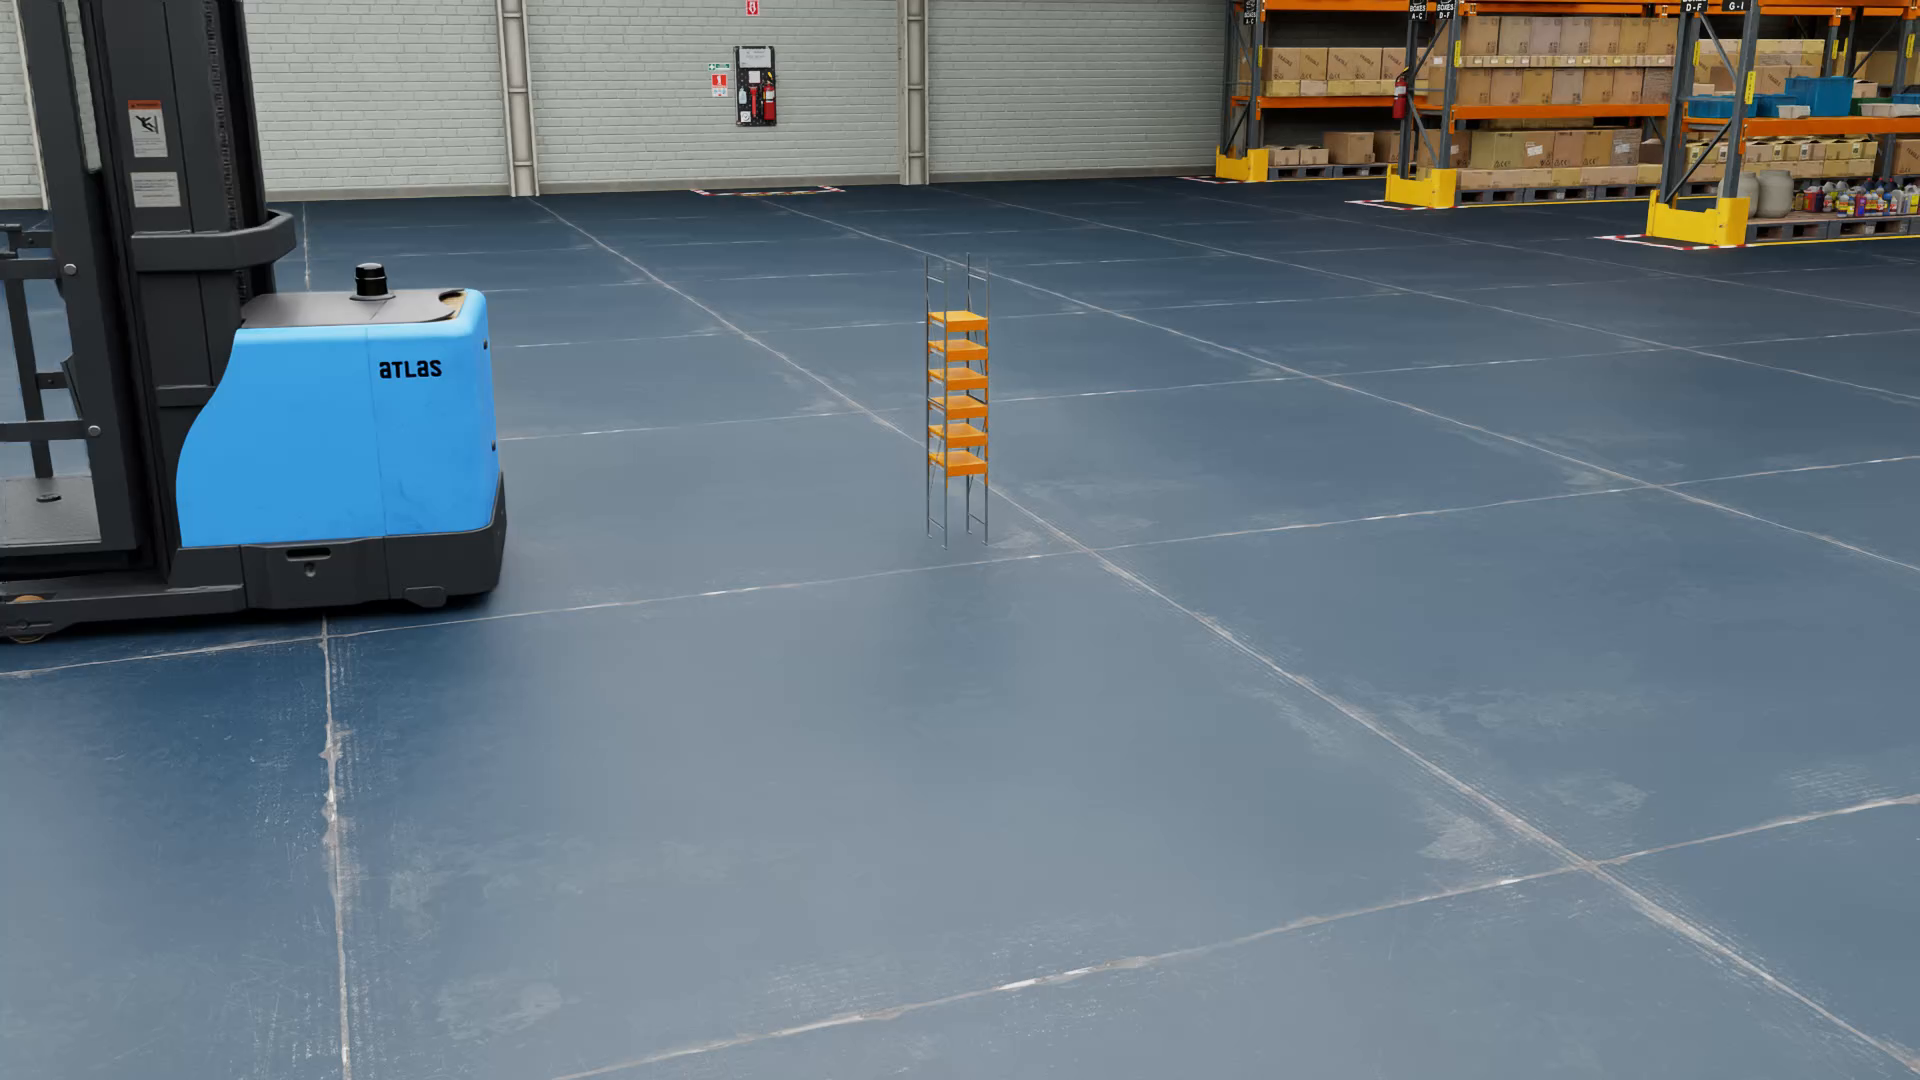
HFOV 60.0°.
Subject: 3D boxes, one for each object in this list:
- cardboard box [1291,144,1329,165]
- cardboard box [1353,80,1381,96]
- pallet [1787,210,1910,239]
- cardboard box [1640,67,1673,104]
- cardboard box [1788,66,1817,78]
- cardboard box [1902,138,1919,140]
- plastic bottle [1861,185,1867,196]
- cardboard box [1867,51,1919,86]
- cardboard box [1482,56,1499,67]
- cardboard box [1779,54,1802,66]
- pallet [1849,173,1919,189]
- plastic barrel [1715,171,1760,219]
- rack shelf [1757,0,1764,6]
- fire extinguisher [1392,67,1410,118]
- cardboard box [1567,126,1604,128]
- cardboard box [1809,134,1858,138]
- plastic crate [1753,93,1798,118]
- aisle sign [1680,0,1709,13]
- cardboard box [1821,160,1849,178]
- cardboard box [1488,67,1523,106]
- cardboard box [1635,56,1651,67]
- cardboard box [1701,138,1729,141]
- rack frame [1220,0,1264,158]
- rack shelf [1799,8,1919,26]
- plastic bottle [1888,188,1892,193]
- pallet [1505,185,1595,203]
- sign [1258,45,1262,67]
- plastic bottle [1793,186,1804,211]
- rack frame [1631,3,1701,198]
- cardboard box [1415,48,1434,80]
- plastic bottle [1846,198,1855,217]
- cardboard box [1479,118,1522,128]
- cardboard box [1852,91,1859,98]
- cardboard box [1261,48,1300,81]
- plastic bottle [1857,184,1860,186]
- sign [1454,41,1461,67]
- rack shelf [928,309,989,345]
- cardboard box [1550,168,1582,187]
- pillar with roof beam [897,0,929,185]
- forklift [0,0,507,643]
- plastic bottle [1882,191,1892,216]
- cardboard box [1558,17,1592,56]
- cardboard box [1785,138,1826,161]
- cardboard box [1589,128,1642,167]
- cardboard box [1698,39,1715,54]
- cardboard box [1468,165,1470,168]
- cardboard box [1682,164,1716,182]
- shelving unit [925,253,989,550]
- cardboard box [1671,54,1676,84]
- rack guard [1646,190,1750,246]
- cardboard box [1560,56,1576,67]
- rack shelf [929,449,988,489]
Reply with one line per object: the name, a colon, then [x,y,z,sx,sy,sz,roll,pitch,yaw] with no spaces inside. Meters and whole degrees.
cardboard box: [5.748,-6.380,27.492,0.500,0.311,0.500,-5,17,-15]
cardboard box: [6.537,-7.415,27.256,0.500,0.250,0.500,-6,17,-20]
pallet: [10.034,-3.633,19.096,1.213,0.211,1.003,-6,17,-20]
cardboard box: [9.636,-6.457,23.586,0.500,0.500,0.700,-7,18,-22]
cardboard box: [12.222,-6.734,24.527,0.500,0.500,0.500,-7,18,-23]
cardboard box: [14.797,-5.896,25.507,0.500,0.500,0.500,-7,18,-22]
plastic bottle: [10.615,-4.038,19.588,0.097,0.271,0.097,0,16,0]
cardboard box: [14.331,-7.202,25.376,0.500,0.500,0.700,-13,21,-38]
cardboard box: [7.002,-6.422,22.315,0.250,0.149,0.380,-7,18,-22]
cardboard box: [14.929,-8.599,30.315,0.500,0.500,0.500,-6,17,-20]
pallet: [14.494,-5.586,25.747,1.213,0.211,1.003,-6,17,-20]
plastic barrel: [8.669,-3.843,18.532,0.421,0.512,0.421,0,16,0]
rack shelf: [9.950,-6.045,18.311,4.000,0.370,1.077,-6,17,-20]
fire extinguisher: [6.036,-6.126,22.772,0.183,0.674,0.296,-6,17,-20]
cardboard box: [9.039,-5.681,23.924,0.500,0.500,0.500,-6,17,-20]
cardboard box: [16.477,-7.616,31.400,0.500,0.500,0.700,-6,17,-19]
plastic crate: [9.051,-4.871,18.625,0.408,0.251,0.499,-6,17,-20]
aisle sign: [7.908,-6.067,17.821,0.004,0.787,0.394,-6,17,-20]
cardboard box: [12.899,-5.571,24.881,0.500,0.250,0.500,-6,18,-21]
cardboard box: [7.242,-6.198,22.705,0.500,0.500,0.700,-6,17,-19]
cardboard box: [9.396,-6.680,23.192,0.250,0.149,0.380,-7,18,-22]
cardboard box: [11.274,-5.827,24.757,0.500,0.311,0.500,-6,17,-20]
rack frame: [4.537,-7.355,26.822,0.127,3.000,1.000,-6,17,-20]
rack shelf: [17.610,-9.861,31.308,4.000,0.370,1.077,-6,17,-20]
plastic bottle: [10.646,-3.880,19.027,0.133,0.283,0.061,-6,17,-20]
pallet: [8.150,-4.925,23.493,1.213,0.211,1.003,-6,17,-20]
sign: [4.731,-7.628,26.214,0.005,0.325,0.100,-6,17,-20]
plastic bottle: [9.743,-3.974,19.346,0.133,0.283,0.061,-6,17,-19]
rack frame: [10.048,-6.456,23.759,0.127,3.000,1.000,-6,17,-20]
cardboard box: [7.477,-7.875,27.492,0.500,0.500,0.500,-6,17,-20]
plastic bottle: [9.983,-3.729,18.657,0.097,0.201,0.097,0,16,0]
cardboard box: [9.363,-7.254,28.802,0.500,0.250,0.500,-7,18,-21]
cardboard box: [13.042,-6.575,24.611,0.250,0.149,0.380,-6,17,-20]
cardboard box: [5.090,-7.622,26.630,0.500,0.500,0.500,-6,17,-20]
plastic bottle: [10.570,-4.063,19.651,0.133,0.283,0.061,-5,17,-18]
sign: [6.506,-6.359,21.753,0.005,0.325,0.100,-6,17,-20]
rack shelf: [-0.014,-0.877,6.835,0.180,0.103,0.258,-6,17,-20]
cardboard box: [8.295,-5.081,23.212,0.500,0.250,0.500,-6,17,-20]
pillar with roof beam: [0.819,-8.794,21.075,0.400,9.000,9.100,-6,17,-20]
forklift: [-3.312,-1.194,5.962,3.031,2.935,1.130,-4,17,-12]
plastic bottle: [10.489,-3.817,18.833,0.097,0.271,0.097,0,16,0]
cardboard box: [8.230,-6.928,22.887,0.500,0.500,0.700,-6,17,-20]
cardboard box: [12.427,-5.788,24.626,0.500,0.311,0.500,-6,17,-20]
cardboard box: [9.222,-5.546,23.465,0.500,0.500,0.500,-6,17,-20]
cardboard box: [13.025,-8.754,29.514,0.500,0.250,0.500,-6,18,-21]
cardboard box: [7.171,-5.120,23.345,0.500,0.250,0.500,-6,17,-20]
cardboard box: [10.513,-5.313,24.003,0.500,0.250,0.500,-7,18,-21]
shelving unit: [-0.014,-0.574,6.924,0.189,1.200,0.258,-6,17,-20]
cardboard box: [12.552,-8.344,29.448,0.500,0.500,0.500,-6,17,-18]
rack guard: [8.136,-3.570,18.366,0.348,0.500,1.175,-6,17,-20]
cardboard box: [8.192,-6.549,22.749,0.250,0.149,0.380,-6,17,-20]
rack shelf: [-0.014,-0.301,7.004,0.180,0.103,0.258,-6,17,-20]
